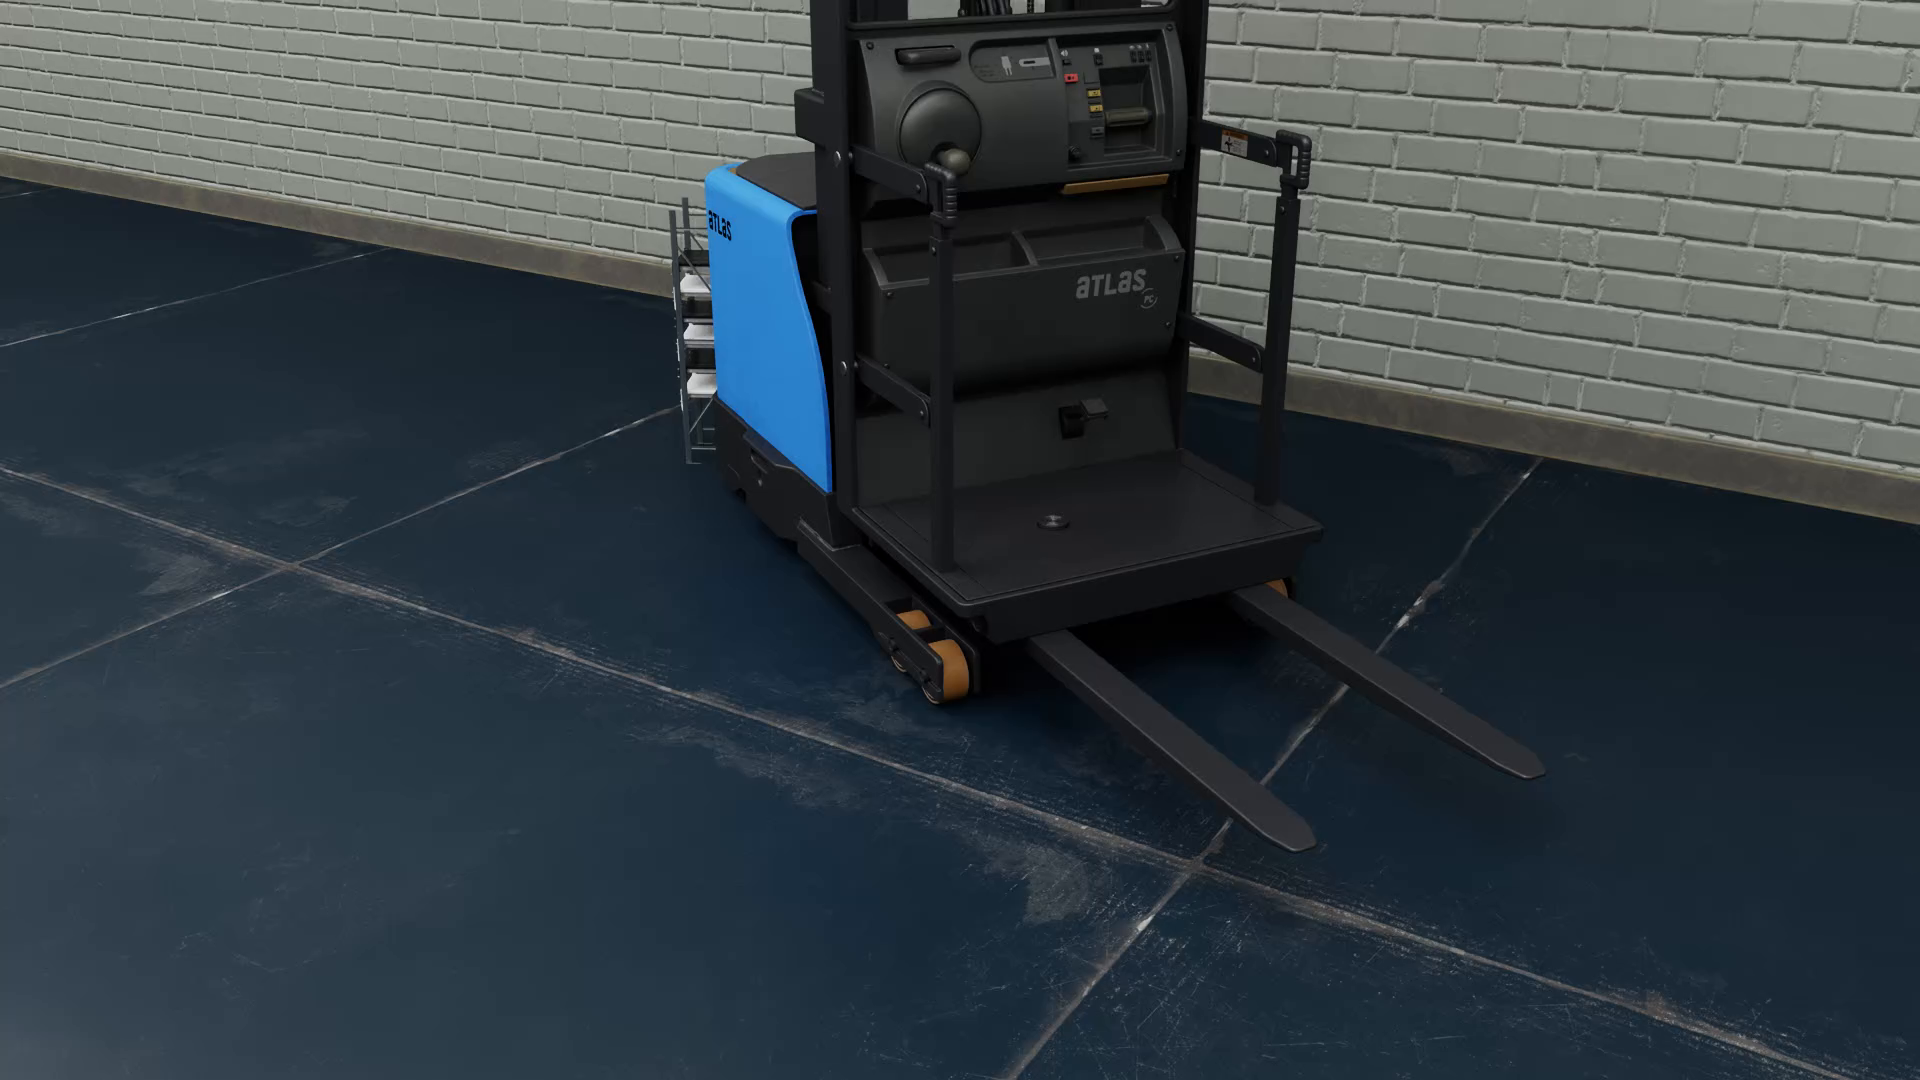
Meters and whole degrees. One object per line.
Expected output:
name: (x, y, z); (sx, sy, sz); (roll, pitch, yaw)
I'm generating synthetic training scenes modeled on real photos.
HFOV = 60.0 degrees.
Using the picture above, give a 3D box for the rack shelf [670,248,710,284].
rack shelf: (-0.839, -0.936, 5.683); (0.258, 0.077, 0.200); (1, 23, 3)

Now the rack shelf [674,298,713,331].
rack shelf: (-0.839, -0.770, 5.754); (0.258, 0.077, 0.200); (1, 23, 3)

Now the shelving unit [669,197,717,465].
shelving unit: (-0.839, -0.718, 5.777); (0.258, 0.900, 0.210); (1, 23, 3)

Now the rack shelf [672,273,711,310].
rack shelf: (-0.839, -0.853, 5.719); (0.258, 0.077, 0.200); (1, 23, 3)

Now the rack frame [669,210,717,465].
rack frame: (-0.845, -0.678, 5.684); (0.240, 0.900, 0.006); (1, 23, 3)

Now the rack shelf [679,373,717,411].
rack shelf: (-0.839, -0.523, 5.862); (0.258, 0.077, 0.200); (1, 23, 3)

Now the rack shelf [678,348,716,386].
rack shelf: (-0.839, -0.605, 5.826); (0.258, 0.077, 0.200); (1, 23, 3)

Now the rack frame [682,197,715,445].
rack frame: (-0.834, -0.759, 5.870); (0.240, 0.900, 0.006); (1, 23, 3)

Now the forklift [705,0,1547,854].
forklift: (0.278, -1.124, 4.157); (1.130, 2.935, 3.031); (-11, 26, -24)

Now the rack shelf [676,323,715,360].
rack shelf: (-0.839, -0.688, 5.790); (0.258, 0.077, 0.200); (1, 23, 3)
